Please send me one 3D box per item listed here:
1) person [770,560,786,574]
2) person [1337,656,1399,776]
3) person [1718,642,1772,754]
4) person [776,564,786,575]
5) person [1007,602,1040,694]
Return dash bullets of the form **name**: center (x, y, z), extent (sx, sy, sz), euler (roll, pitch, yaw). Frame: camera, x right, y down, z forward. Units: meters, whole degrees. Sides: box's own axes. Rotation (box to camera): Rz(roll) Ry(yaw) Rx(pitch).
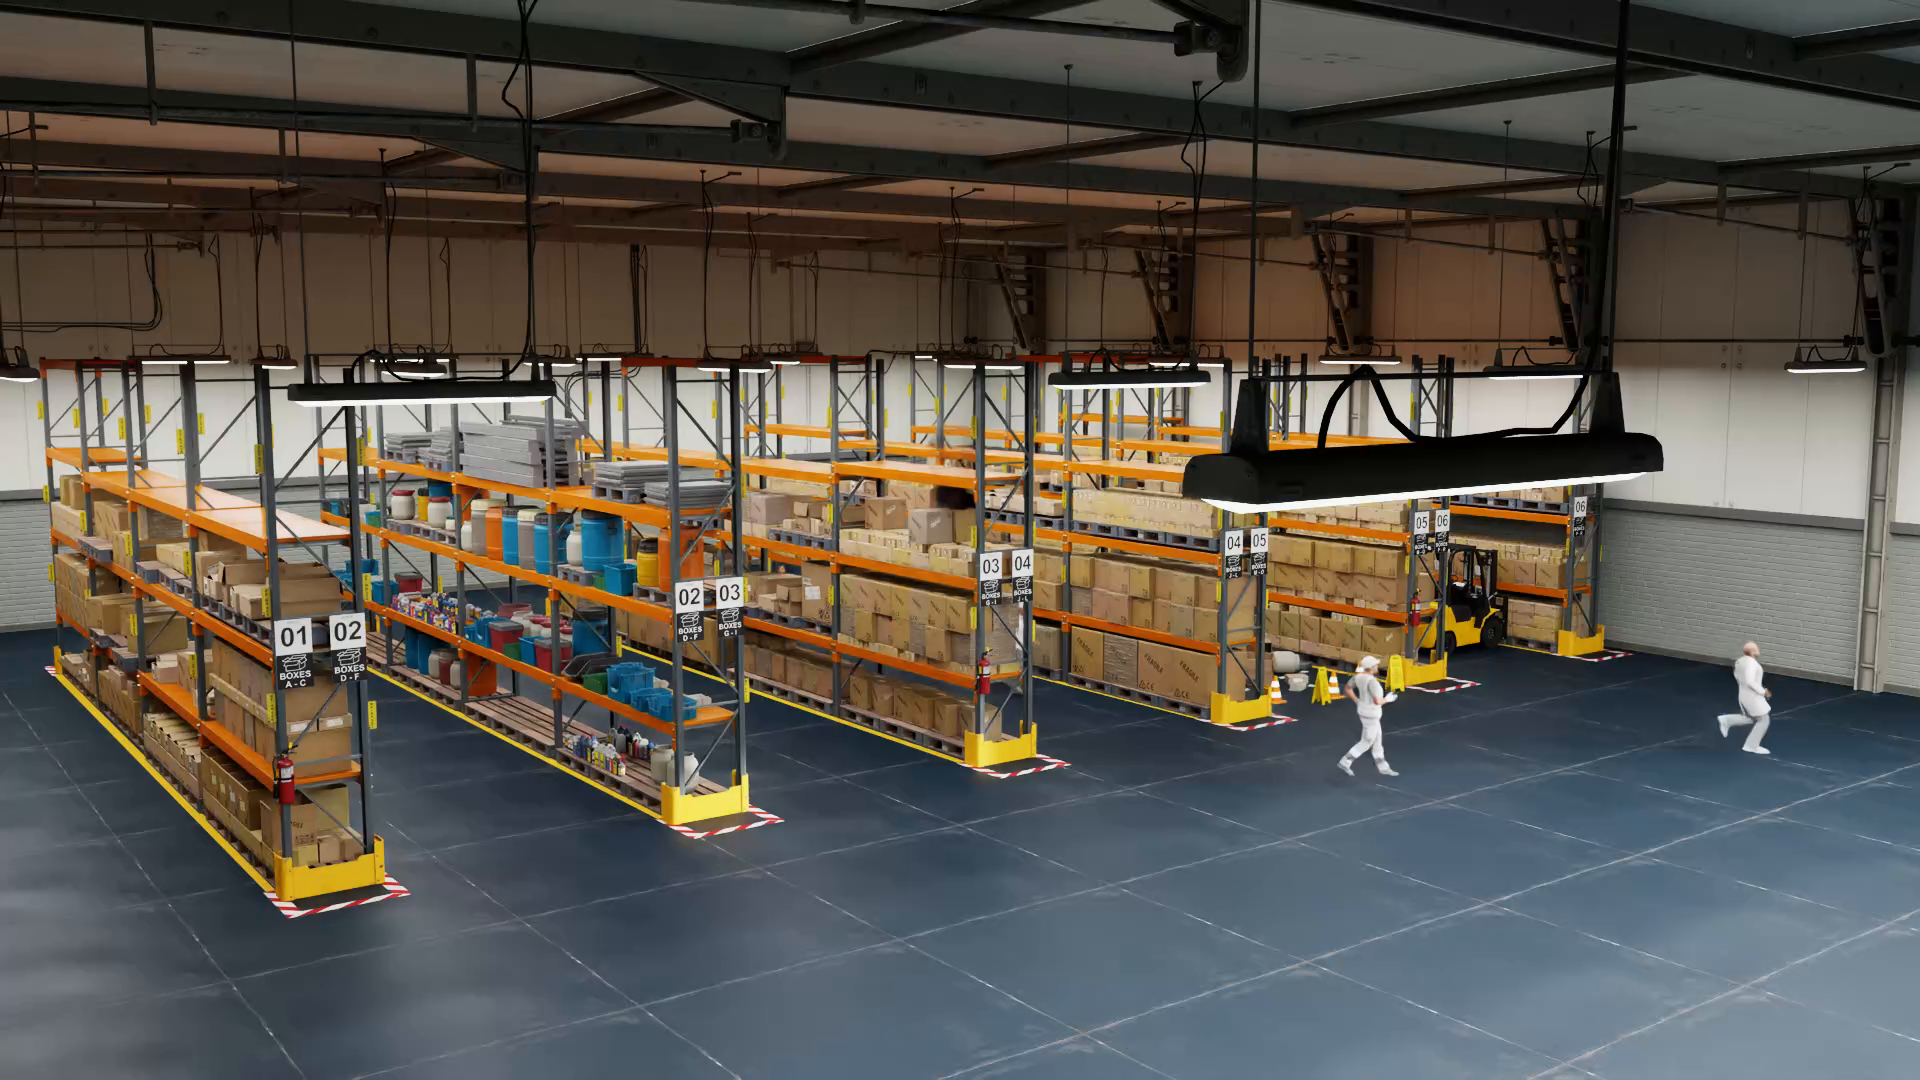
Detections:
- **person**: center (-4.690, 0.454, 42.244), extent (0.828, 1.675, 0.560), euler (-4, 8, -33)
- **person**: center (5.887, 2.545, 23.894), extent (0.968, 1.787, 0.647), euler (-1, 7, -6)
- **person**: center (12.119, 2.426, 25.623), extent (0.711, 1.725, 0.722), euler (1, 7, 6)
- **person**: center (-3.709, 1.357, 34.828), extent (0.582, 1.683, 0.680), euler (-6, 9, -43)
- **person**: center (1.124, 1.915, 29.701), extent (0.610, 1.723, 0.644), euler (6, 9, 41)
